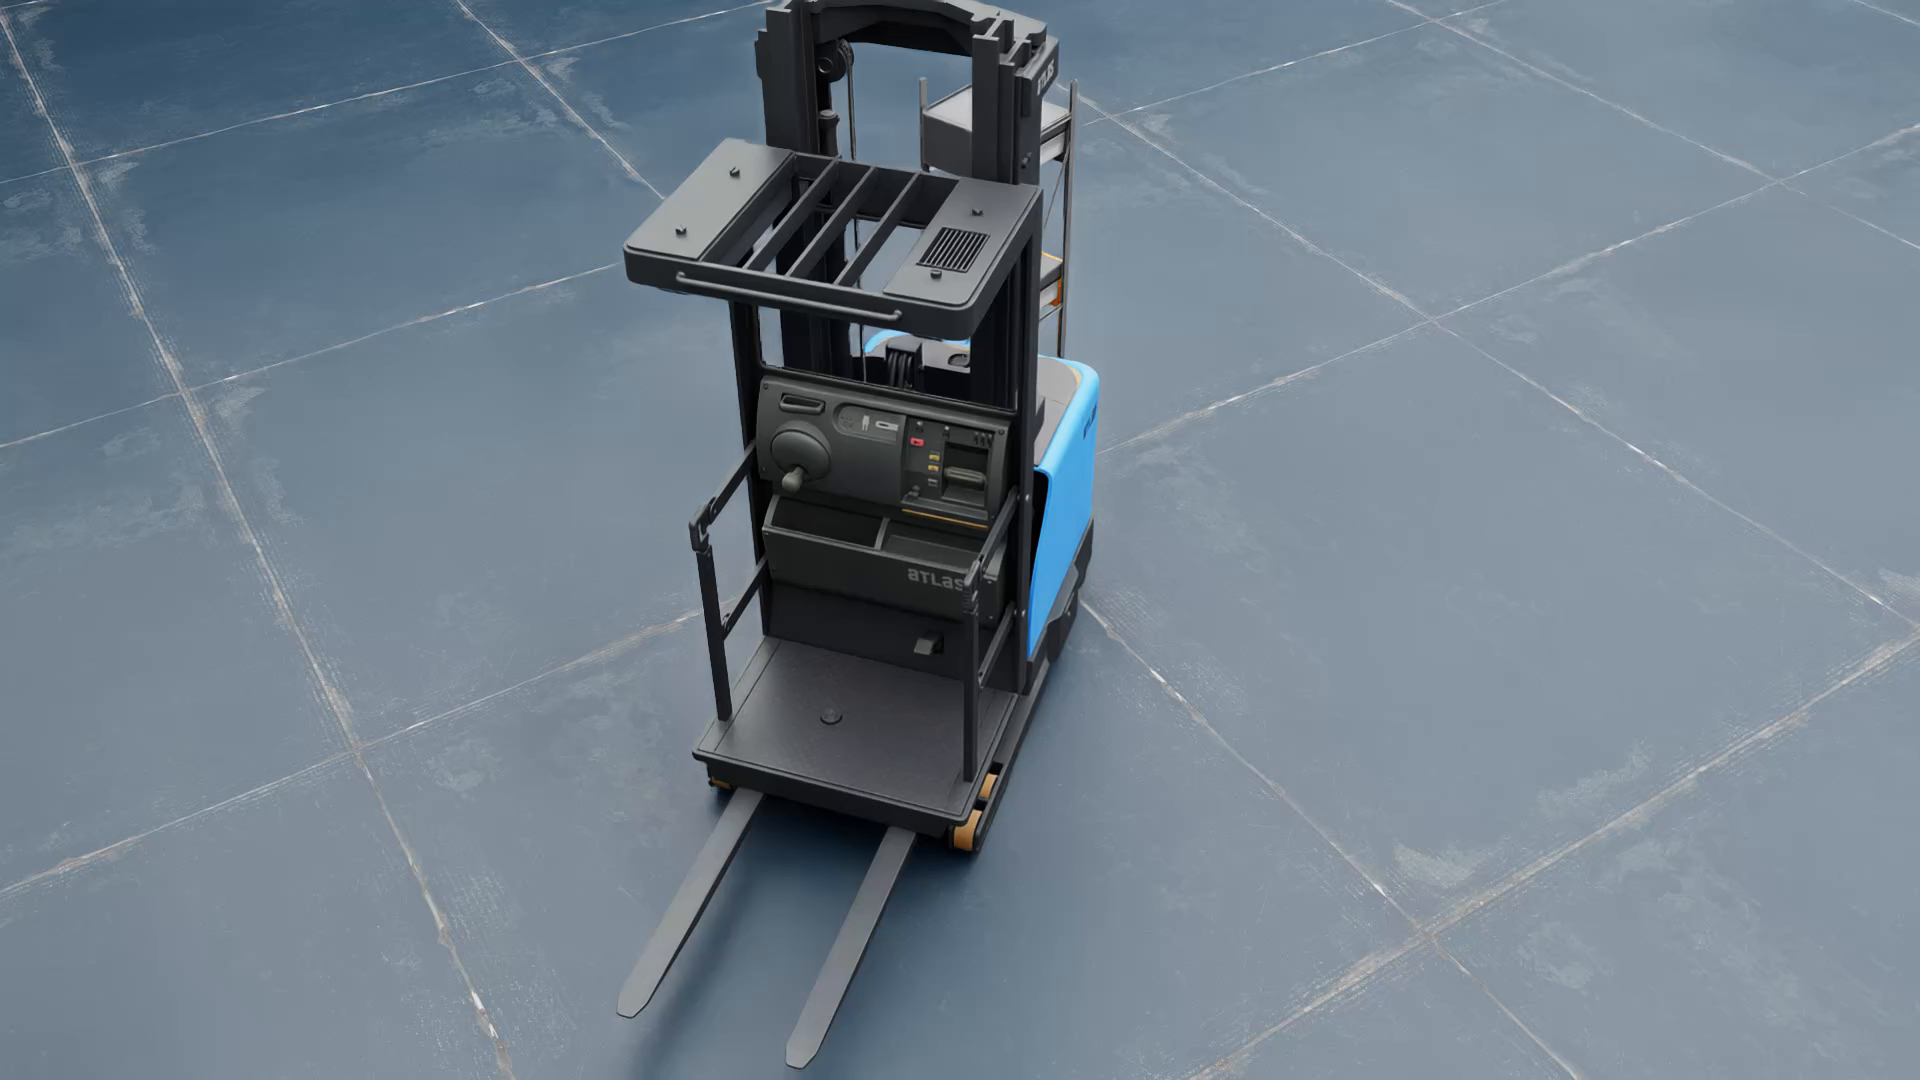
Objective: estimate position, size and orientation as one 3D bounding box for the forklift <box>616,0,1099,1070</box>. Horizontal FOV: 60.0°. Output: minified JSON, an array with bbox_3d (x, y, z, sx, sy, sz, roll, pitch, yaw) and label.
[{"bbox_3d":[-0.349,-0.237,5.744,1.130,2.935,3.031,12,41,14],"label":"forklift"}]

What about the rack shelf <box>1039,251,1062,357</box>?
[{"bbox_3d":[0.154,-1.037,7.375,0.480,0.518,0.431,27,47,29],"label":"rack shelf"}]

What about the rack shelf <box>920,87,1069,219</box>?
[{"bbox_3d":[0.154,-1.574,6.927,0.480,0.518,0.431,27,47,29],"label":"rack shelf"}]

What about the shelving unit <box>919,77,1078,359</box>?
[{"bbox_3d":[0.154,-1.047,7.366,0.503,2.100,0.431,27,47,29],"label":"shelving unit"}]

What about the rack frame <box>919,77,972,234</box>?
[{"bbox_3d":[-0.036,-1.145,7.484,0.015,2.100,0.400,27,47,29],"label":"rack frame"}]

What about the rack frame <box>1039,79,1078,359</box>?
[{"bbox_3d":[0.344,-0.949,7.249,0.015,2.100,0.400,27,47,29],"label":"rack frame"}]
